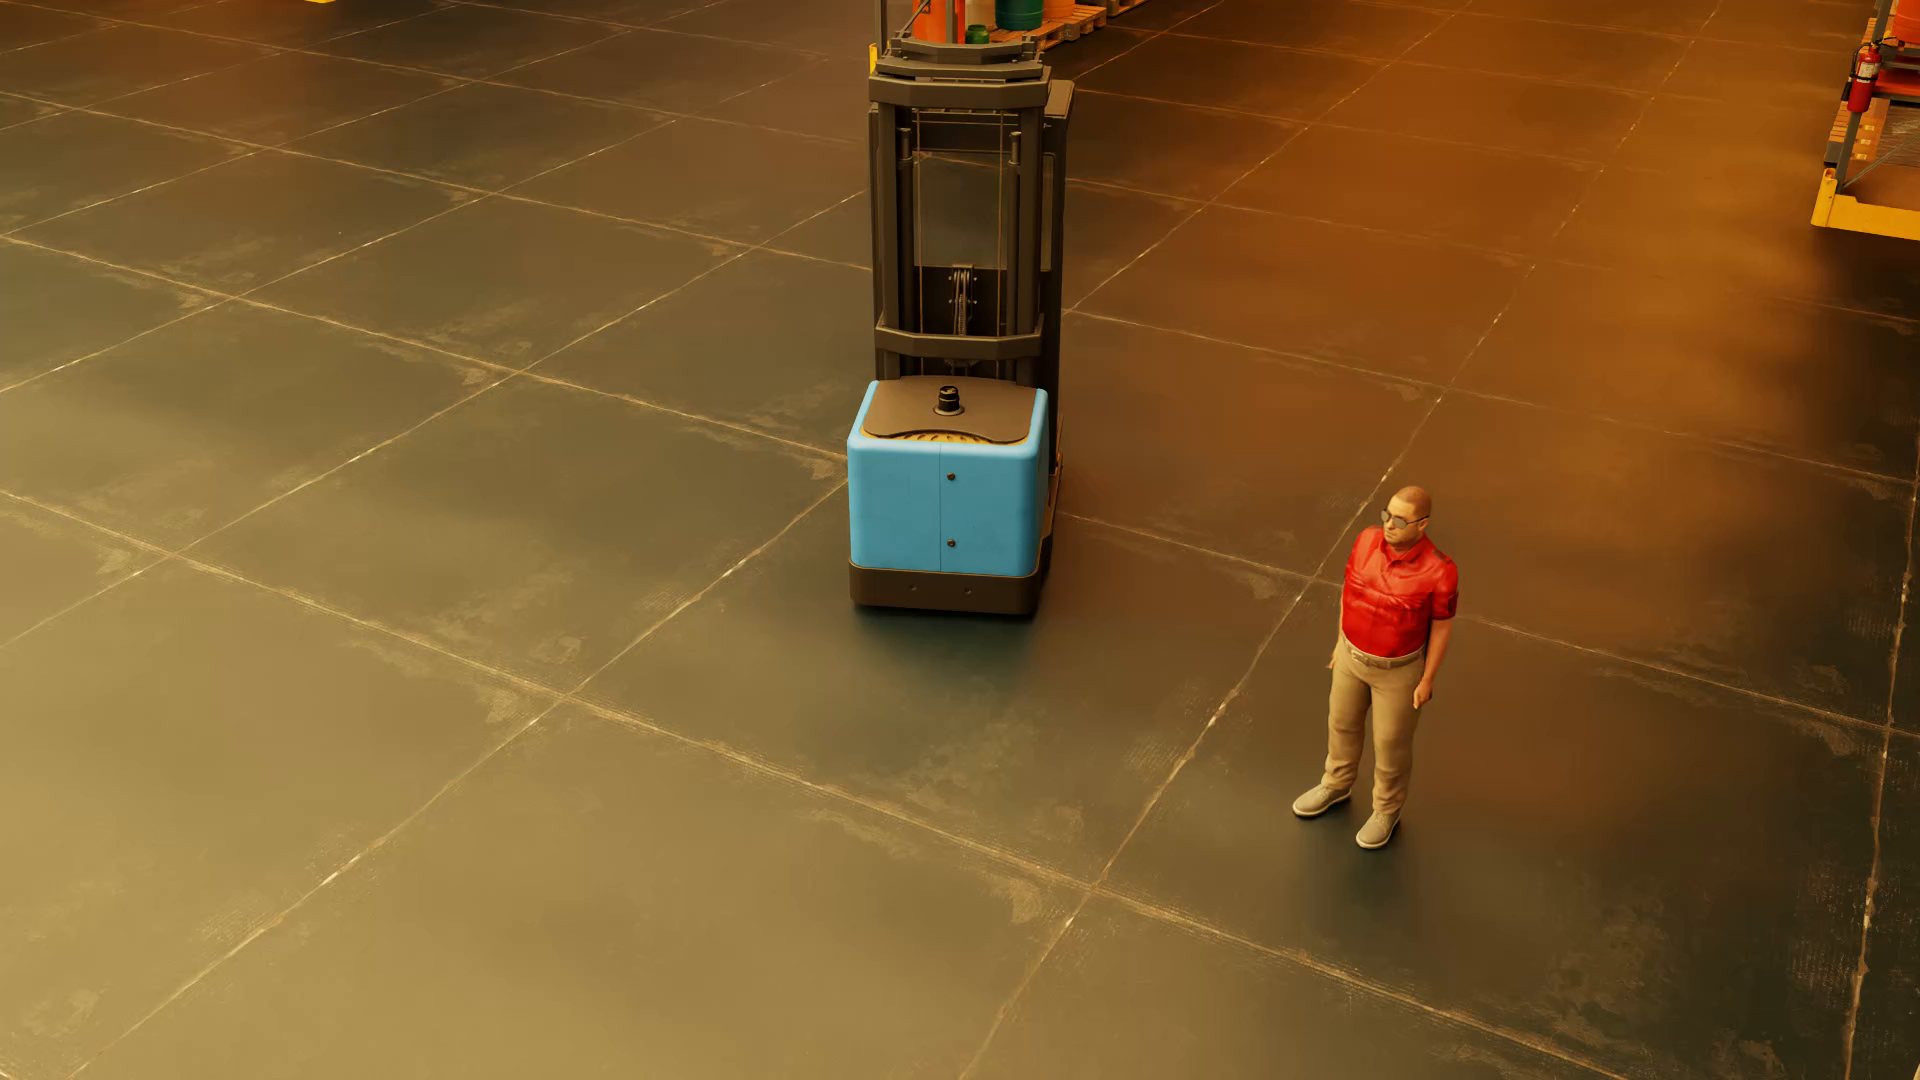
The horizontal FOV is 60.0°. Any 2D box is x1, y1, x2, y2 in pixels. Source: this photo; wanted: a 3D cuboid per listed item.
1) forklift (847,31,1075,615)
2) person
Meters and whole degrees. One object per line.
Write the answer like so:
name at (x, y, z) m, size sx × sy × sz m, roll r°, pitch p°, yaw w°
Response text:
forklift at (0.072, -1.572, 9.794) m, size 1.130 × 2.935 × 3.031 m, roll 3°, pitch 30°, yaw 6°
person at (1.855, 0.550, 7.325) m, size 0.528 × 1.728 × 0.389 m, roll 26°, pitch 39°, yaw 37°
